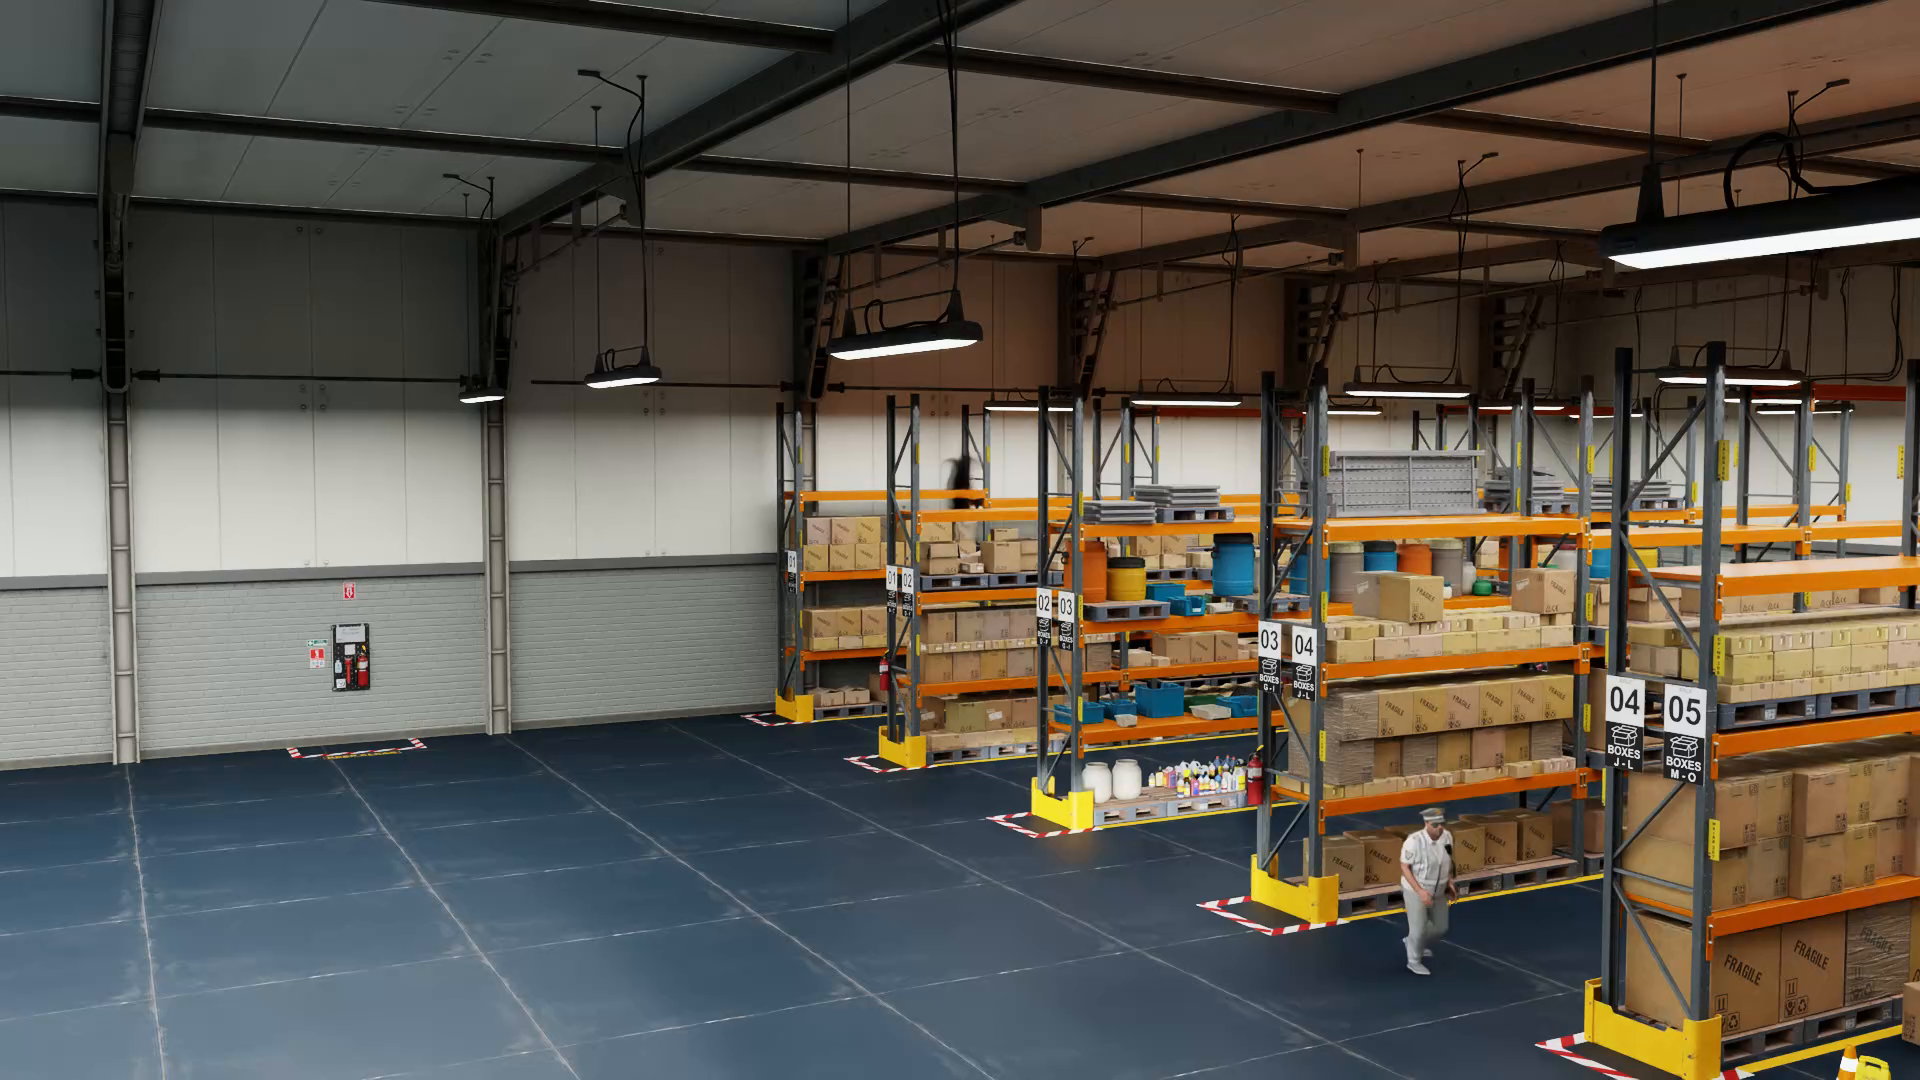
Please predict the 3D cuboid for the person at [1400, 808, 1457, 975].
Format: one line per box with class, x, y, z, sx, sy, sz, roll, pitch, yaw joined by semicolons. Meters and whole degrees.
person;4.530;3.397;16.273;0.644;1.687;0.790;-1;3;-18
